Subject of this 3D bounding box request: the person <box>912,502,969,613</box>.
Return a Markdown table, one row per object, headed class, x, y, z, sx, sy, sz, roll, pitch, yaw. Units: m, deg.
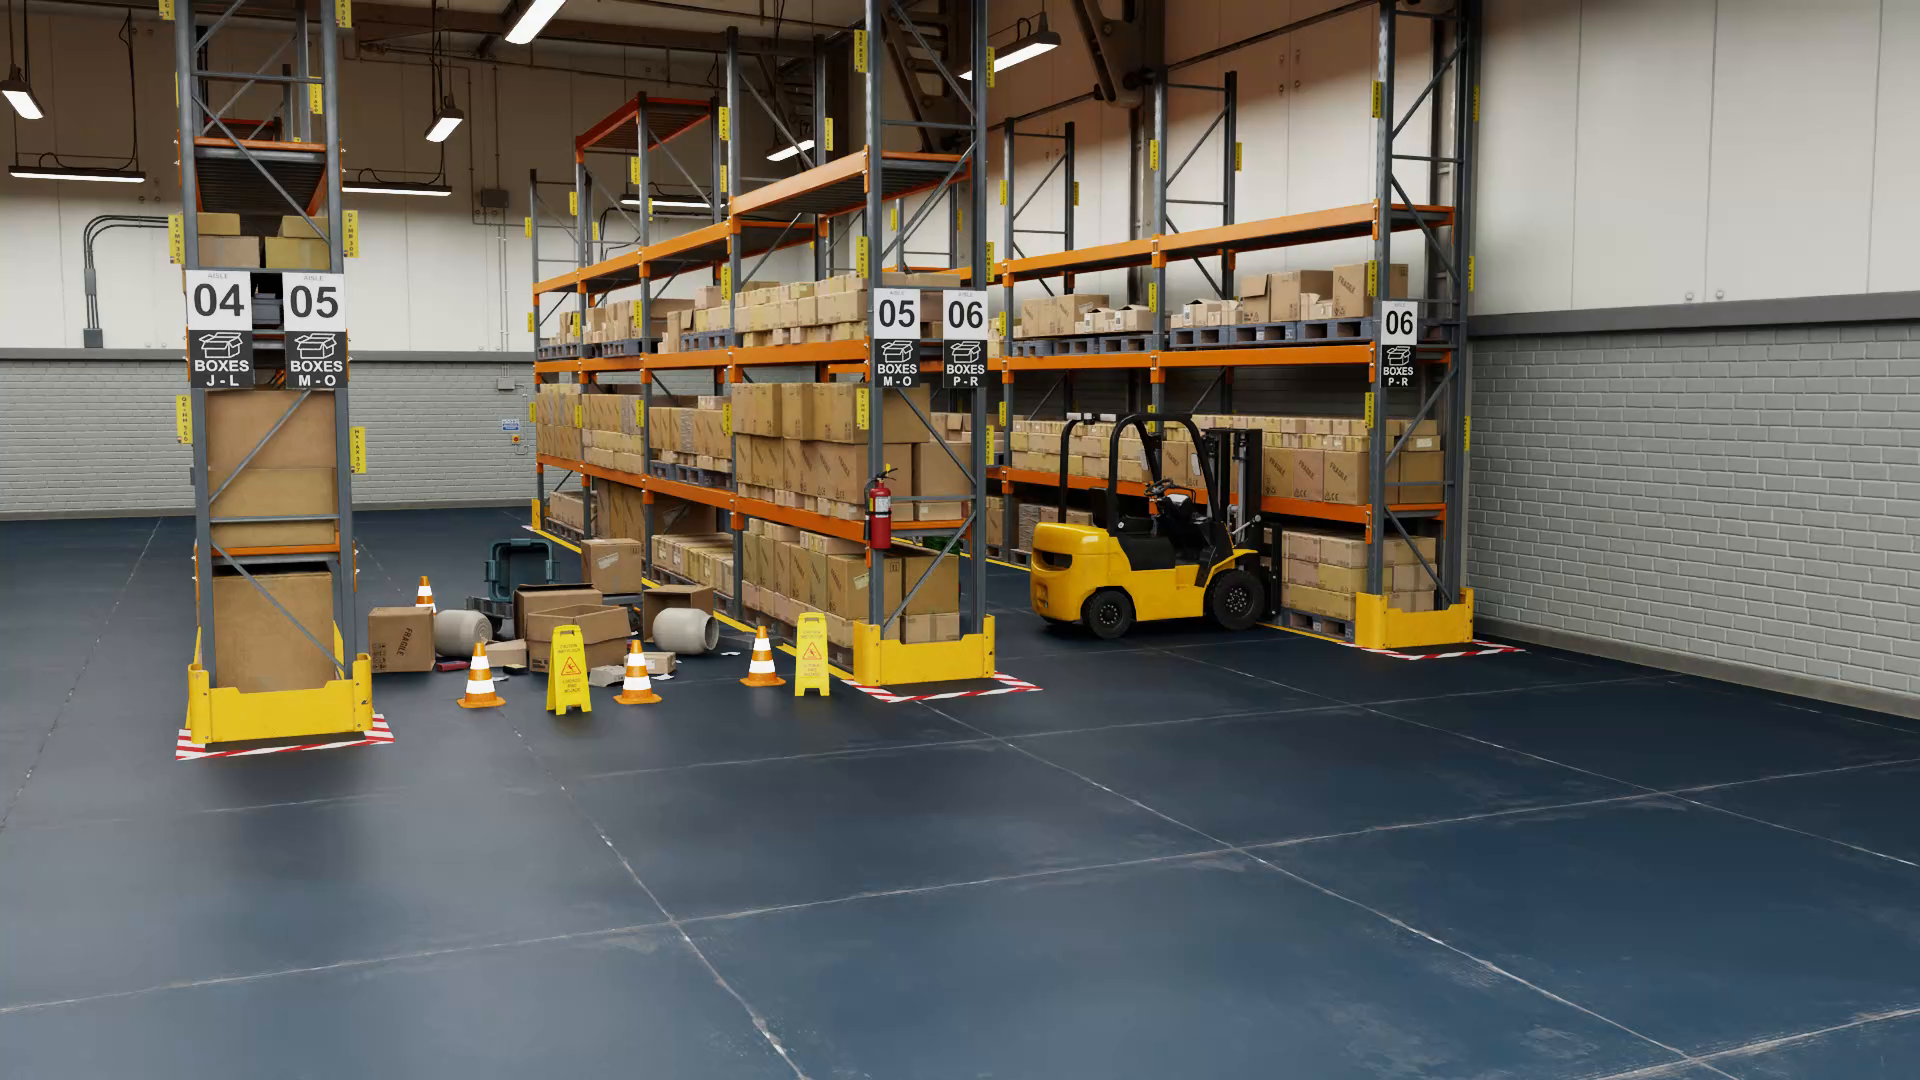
| class | x | y | z | sx | sy | sz | roll | pitch | yaw |
| --- | --- | --- | --- | --- | --- | --- | --- | --- | --- |
| person | -0.232 | -0.087 | 17.402 | 0.638 | 1.787 | 0.564 | -3 | 6 | -25 |
